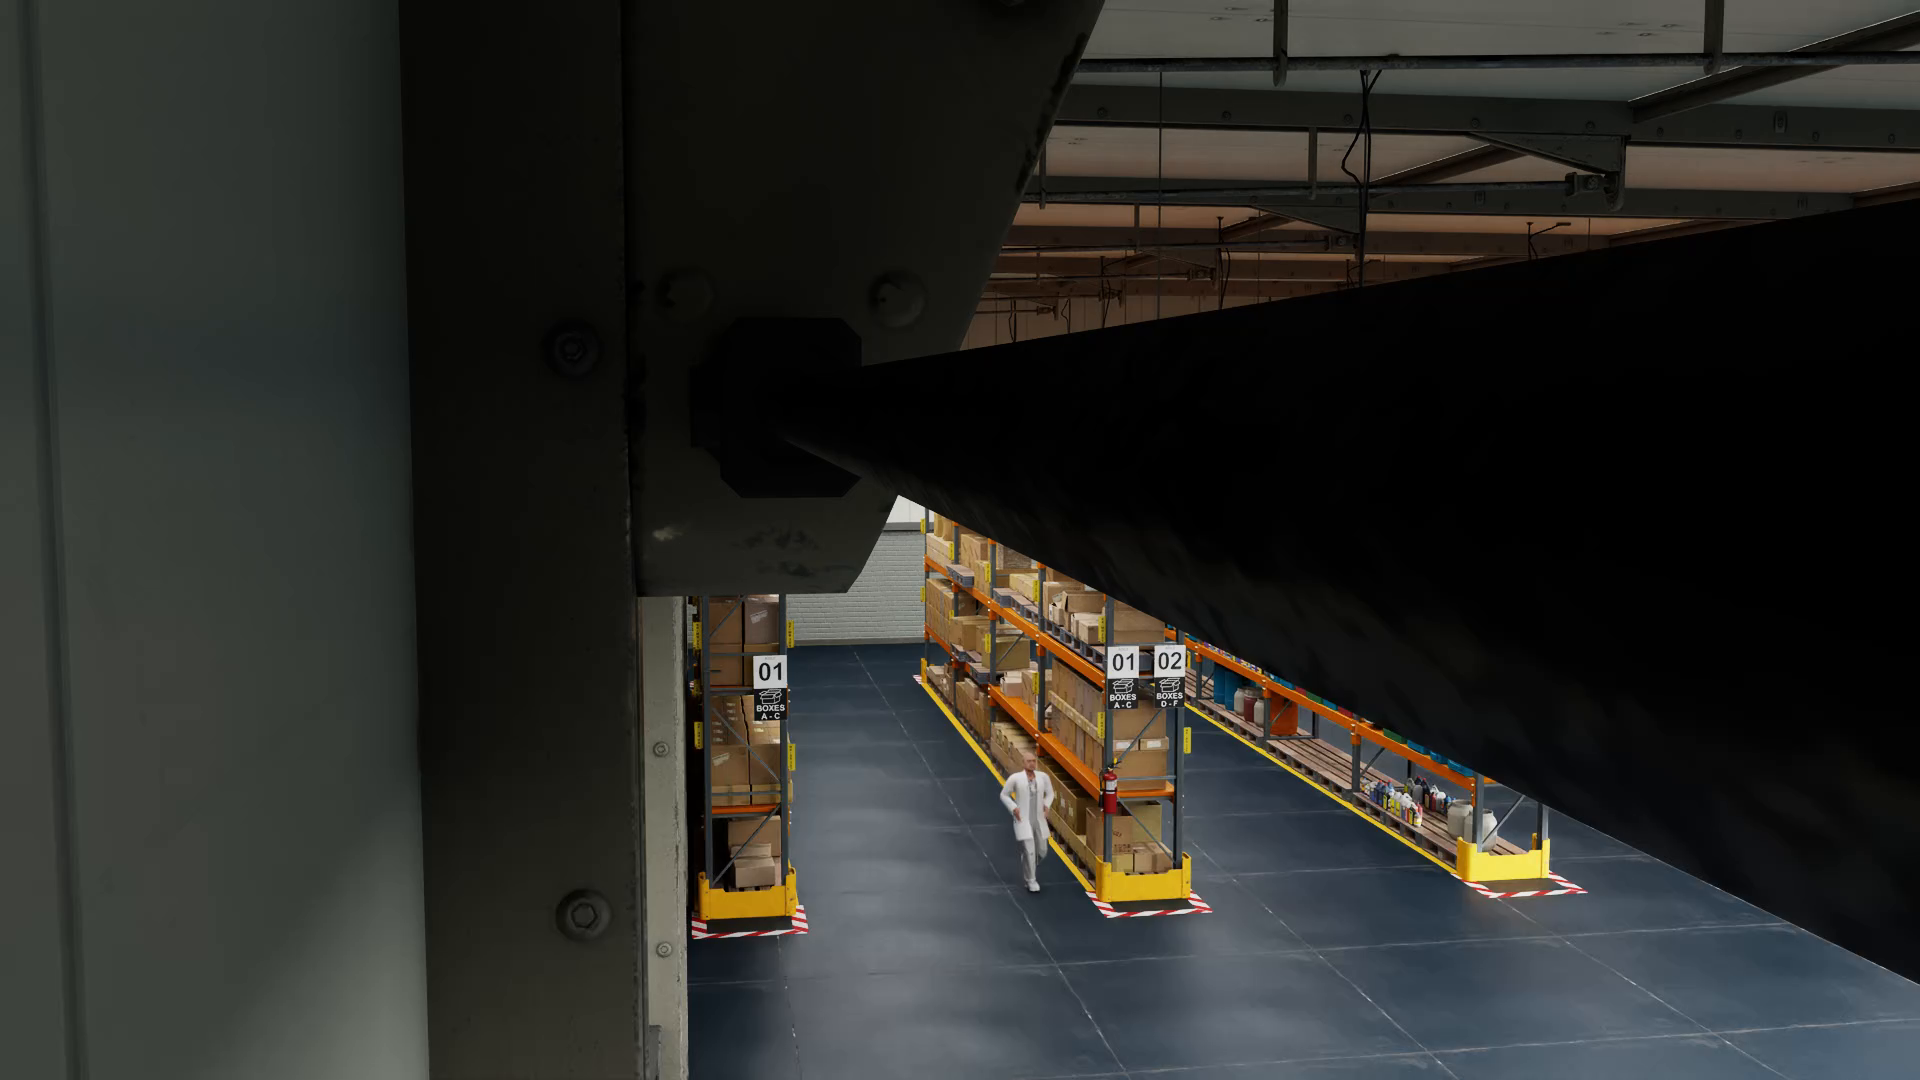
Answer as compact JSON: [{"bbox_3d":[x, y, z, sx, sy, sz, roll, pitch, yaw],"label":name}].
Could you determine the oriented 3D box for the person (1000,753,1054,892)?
[{"bbox_3d":[0.880,3.579,21.327,0.723,1.722,0.697,-2,5,-18],"label":"person"}]
